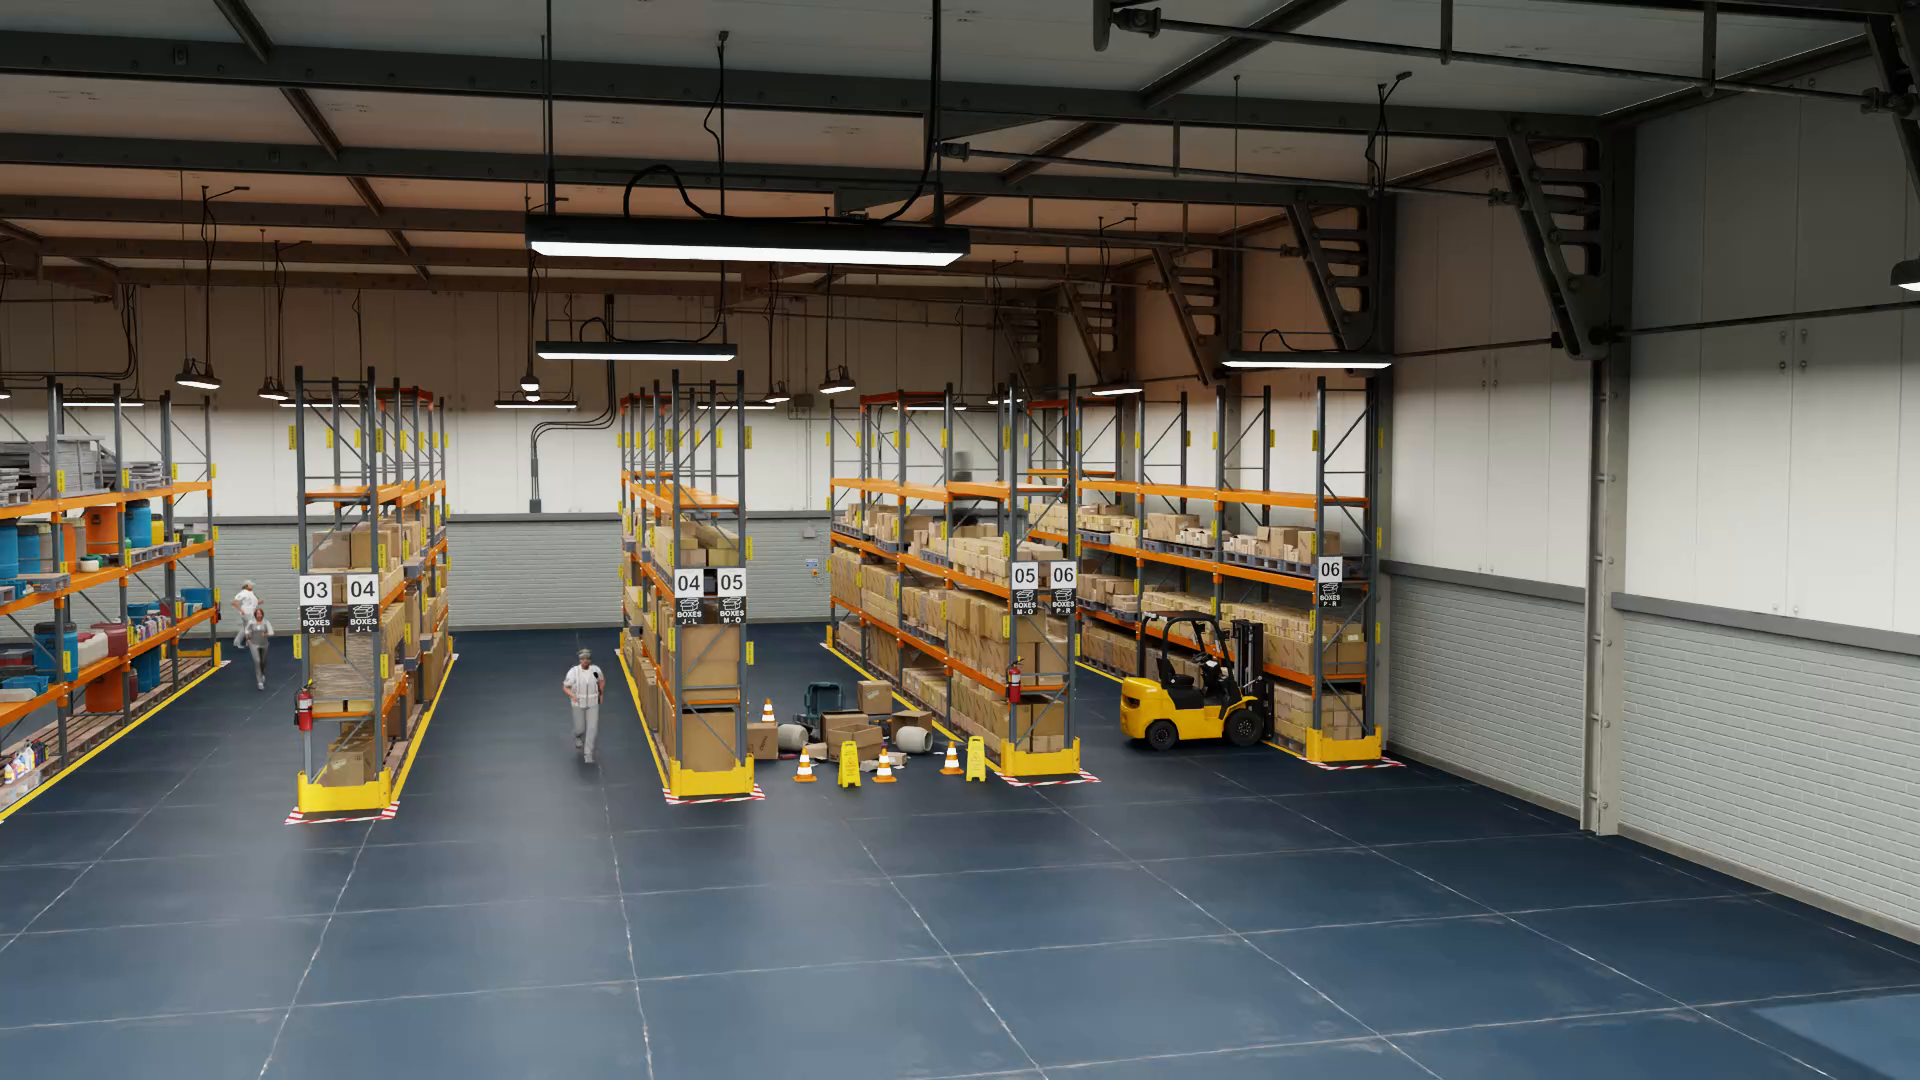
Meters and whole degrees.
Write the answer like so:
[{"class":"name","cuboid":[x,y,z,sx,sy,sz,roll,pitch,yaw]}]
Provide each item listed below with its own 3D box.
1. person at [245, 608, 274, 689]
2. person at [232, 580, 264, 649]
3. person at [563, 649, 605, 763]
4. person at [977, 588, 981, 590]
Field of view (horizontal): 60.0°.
[{"class":"person","cuboid":[-14.173,2.169,33.658,0.529,1.597,0.883,-2,4,-27]},{"class":"person","cuboid":[-16.938,1.814,39.545,0.754,1.727,0.580,0,3,-7]},{"class":"person","cuboid":[-5.900,2.589,26.176,0.672,1.790,0.814,-1,4,-23]},{"class":"person","cuboid":[0.544,1.931,37.807,0.618,1.676,1.003,-2,4,-31]}]
